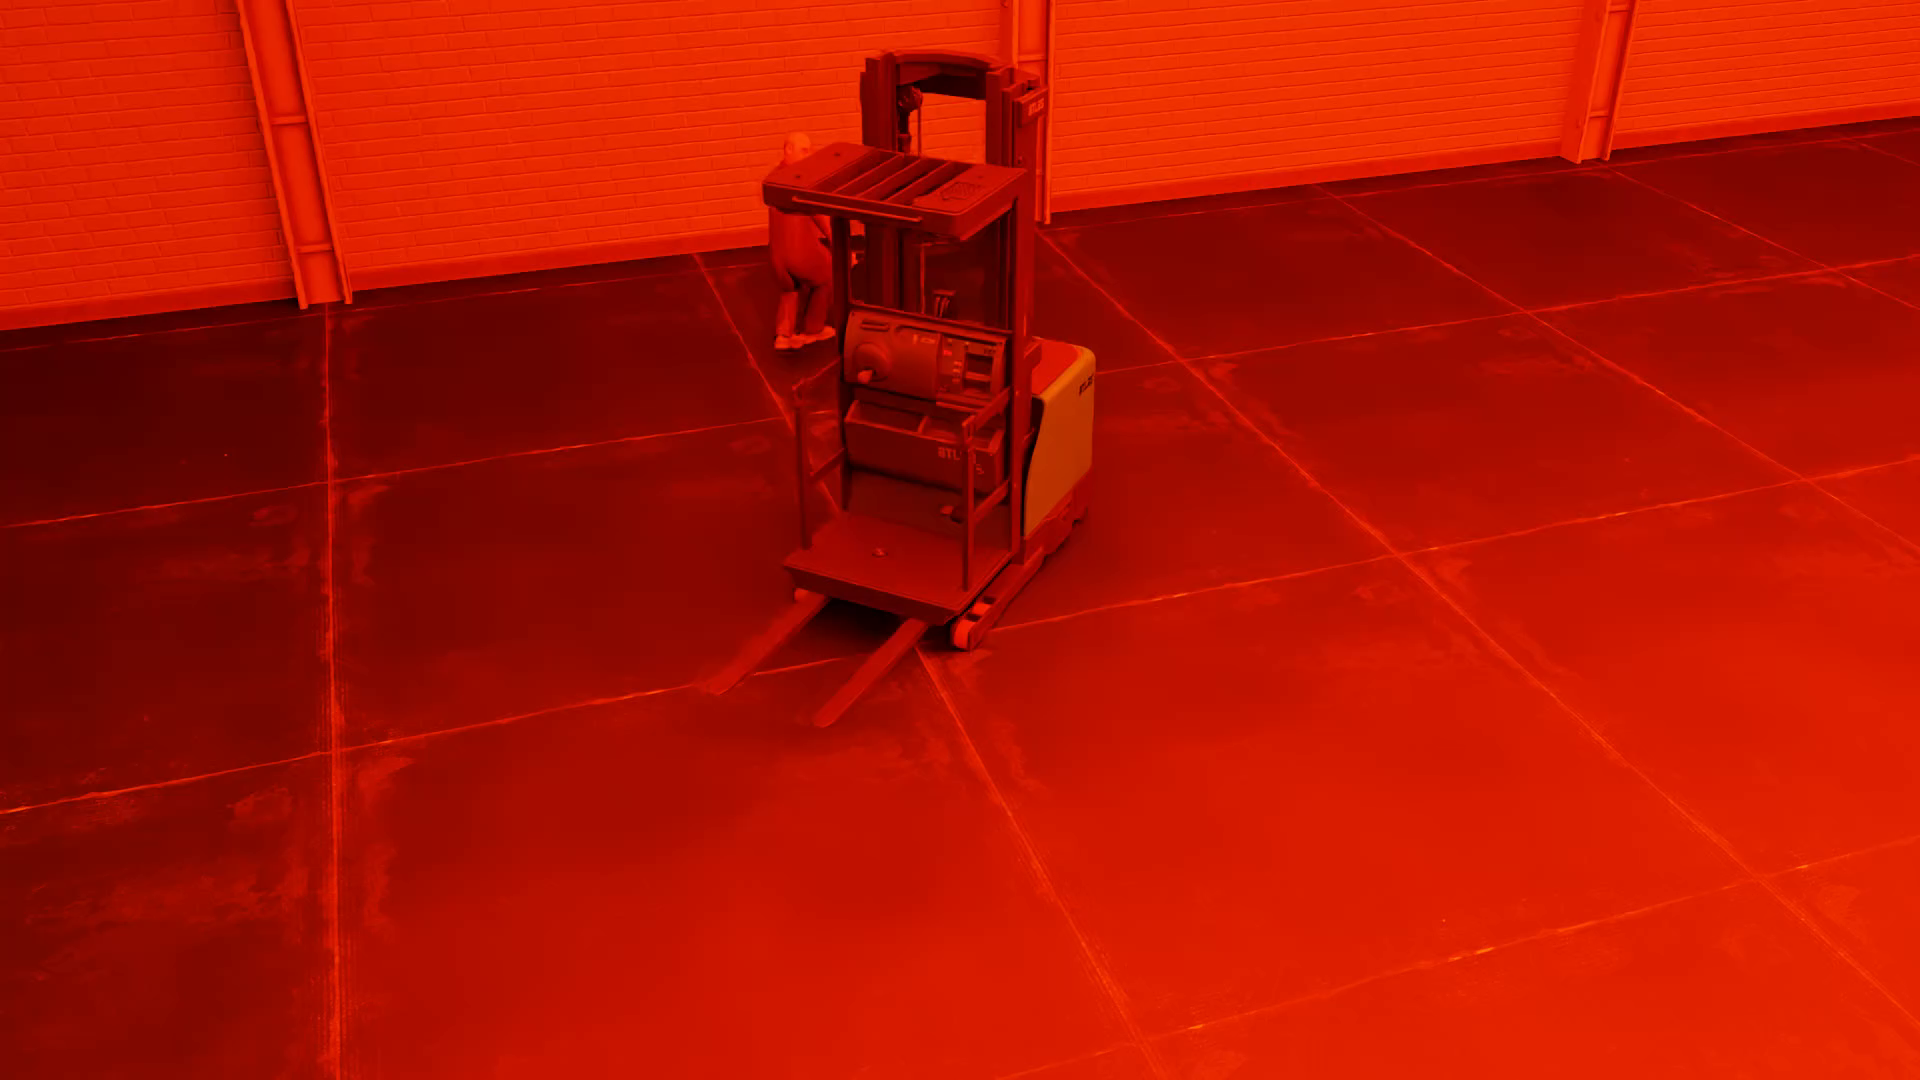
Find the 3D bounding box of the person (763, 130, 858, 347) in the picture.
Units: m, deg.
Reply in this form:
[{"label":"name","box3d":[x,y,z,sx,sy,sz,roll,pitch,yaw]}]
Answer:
[{"label":"person","box3d":[-1.070,-2.172,12.164,0.925,1.648,0.906,20,36,31]}]

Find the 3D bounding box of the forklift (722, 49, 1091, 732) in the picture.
[{"label":"forklift","box3d":[-0.262,-0.918,8.682,1.130,2.935,3.031,12,32,20]}]
